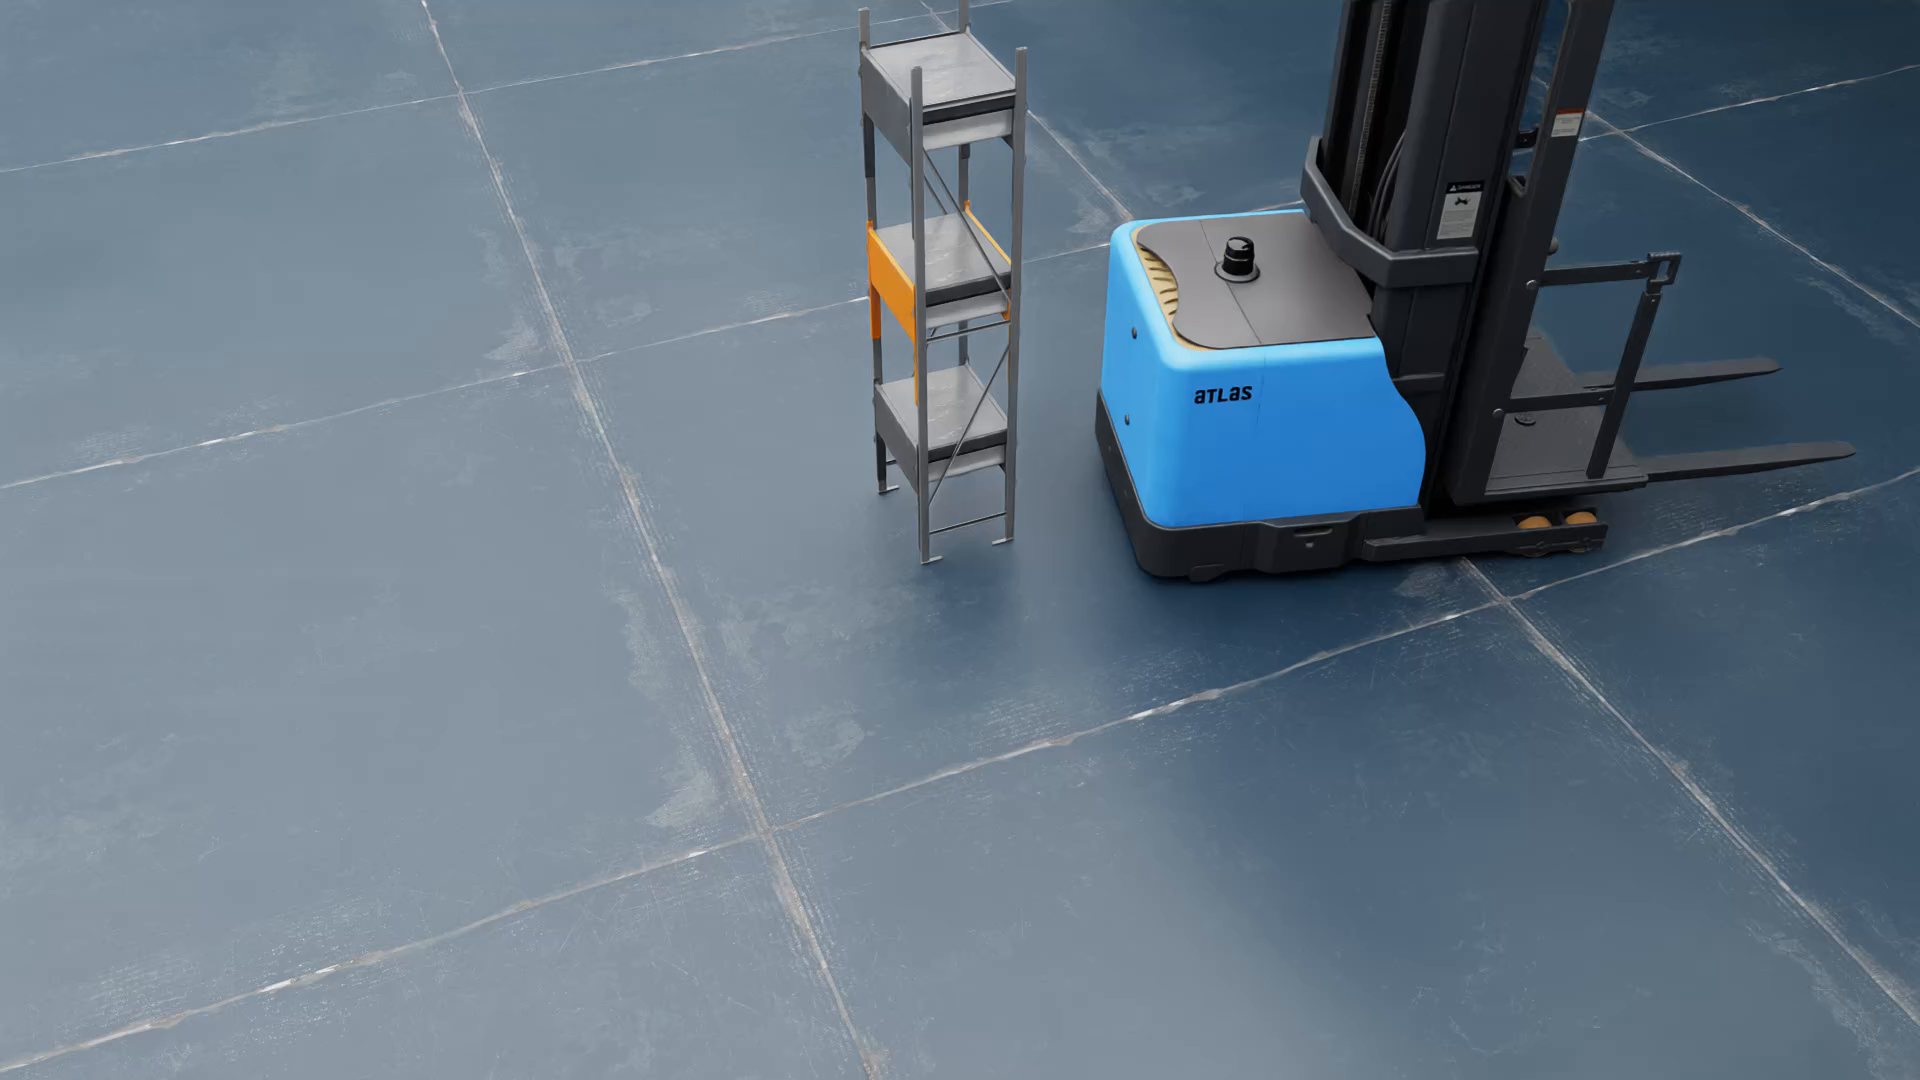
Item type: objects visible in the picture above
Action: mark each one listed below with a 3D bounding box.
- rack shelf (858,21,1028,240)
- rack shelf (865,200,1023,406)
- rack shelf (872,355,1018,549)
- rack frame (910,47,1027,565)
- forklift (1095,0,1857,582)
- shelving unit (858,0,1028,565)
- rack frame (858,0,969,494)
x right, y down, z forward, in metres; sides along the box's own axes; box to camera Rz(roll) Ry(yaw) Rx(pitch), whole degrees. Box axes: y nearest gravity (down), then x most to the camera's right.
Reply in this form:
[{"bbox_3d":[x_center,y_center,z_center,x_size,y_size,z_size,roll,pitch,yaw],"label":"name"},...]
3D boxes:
[{"bbox_3d":[-0.063,-1.416,5.734,0.431,0.518,0.480,-15,43,-17],"label":"rack shelf"},{"bbox_3d":[-0.063,-0.885,6.190,0.431,0.518,0.480,-15,43,-17],"label":"rack shelf"},{"bbox_3d":[-0.063,-0.355,6.647,0.431,0.518,0.480,-15,43,-17],"label":"rack shelf"},{"bbox_3d":[0.030,-0.749,6.010,0.400,2.100,0.015,-15,43,-17],"label":"rack frame"},{"bbox_3d":[2.142,-1.380,6.107,3.031,2.935,1.130,-5,41,-6],"label":"forklift"},{"bbox_3d":[-0.063,-0.896,6.181,0.431,2.100,0.503,-15,43,-17],"label":"shelving unit"},{"bbox_3d":[-0.157,-1.043,6.352,0.400,2.100,0.015,-15,43,-17],"label":"rack frame"}]
